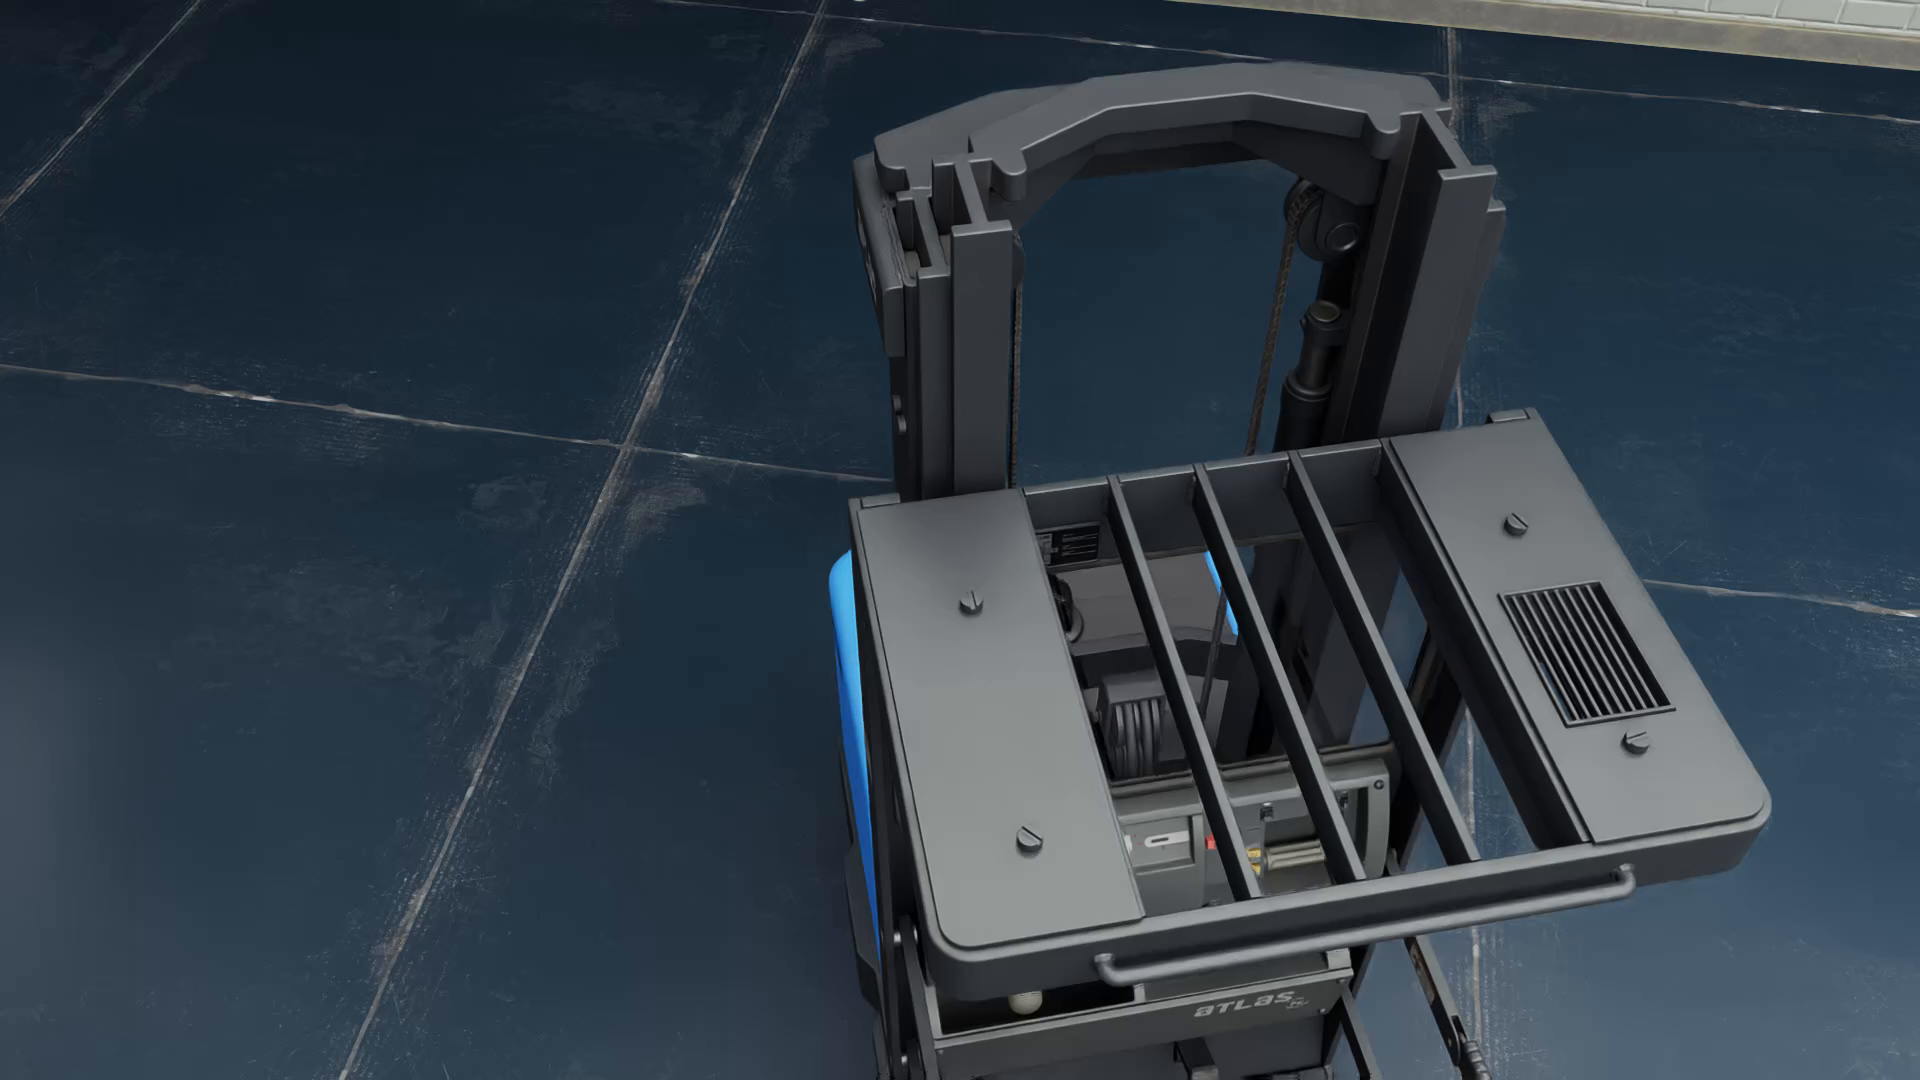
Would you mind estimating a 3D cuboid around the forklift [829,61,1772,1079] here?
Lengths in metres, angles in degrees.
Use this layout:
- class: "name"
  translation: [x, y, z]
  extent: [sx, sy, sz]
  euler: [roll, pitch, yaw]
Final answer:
- class: "forklift"
  translation: [0.421, 0.776, 3.082]
  extent: [1.130, 2.935, 3.031]
  euler: [-8, 49, -7]
